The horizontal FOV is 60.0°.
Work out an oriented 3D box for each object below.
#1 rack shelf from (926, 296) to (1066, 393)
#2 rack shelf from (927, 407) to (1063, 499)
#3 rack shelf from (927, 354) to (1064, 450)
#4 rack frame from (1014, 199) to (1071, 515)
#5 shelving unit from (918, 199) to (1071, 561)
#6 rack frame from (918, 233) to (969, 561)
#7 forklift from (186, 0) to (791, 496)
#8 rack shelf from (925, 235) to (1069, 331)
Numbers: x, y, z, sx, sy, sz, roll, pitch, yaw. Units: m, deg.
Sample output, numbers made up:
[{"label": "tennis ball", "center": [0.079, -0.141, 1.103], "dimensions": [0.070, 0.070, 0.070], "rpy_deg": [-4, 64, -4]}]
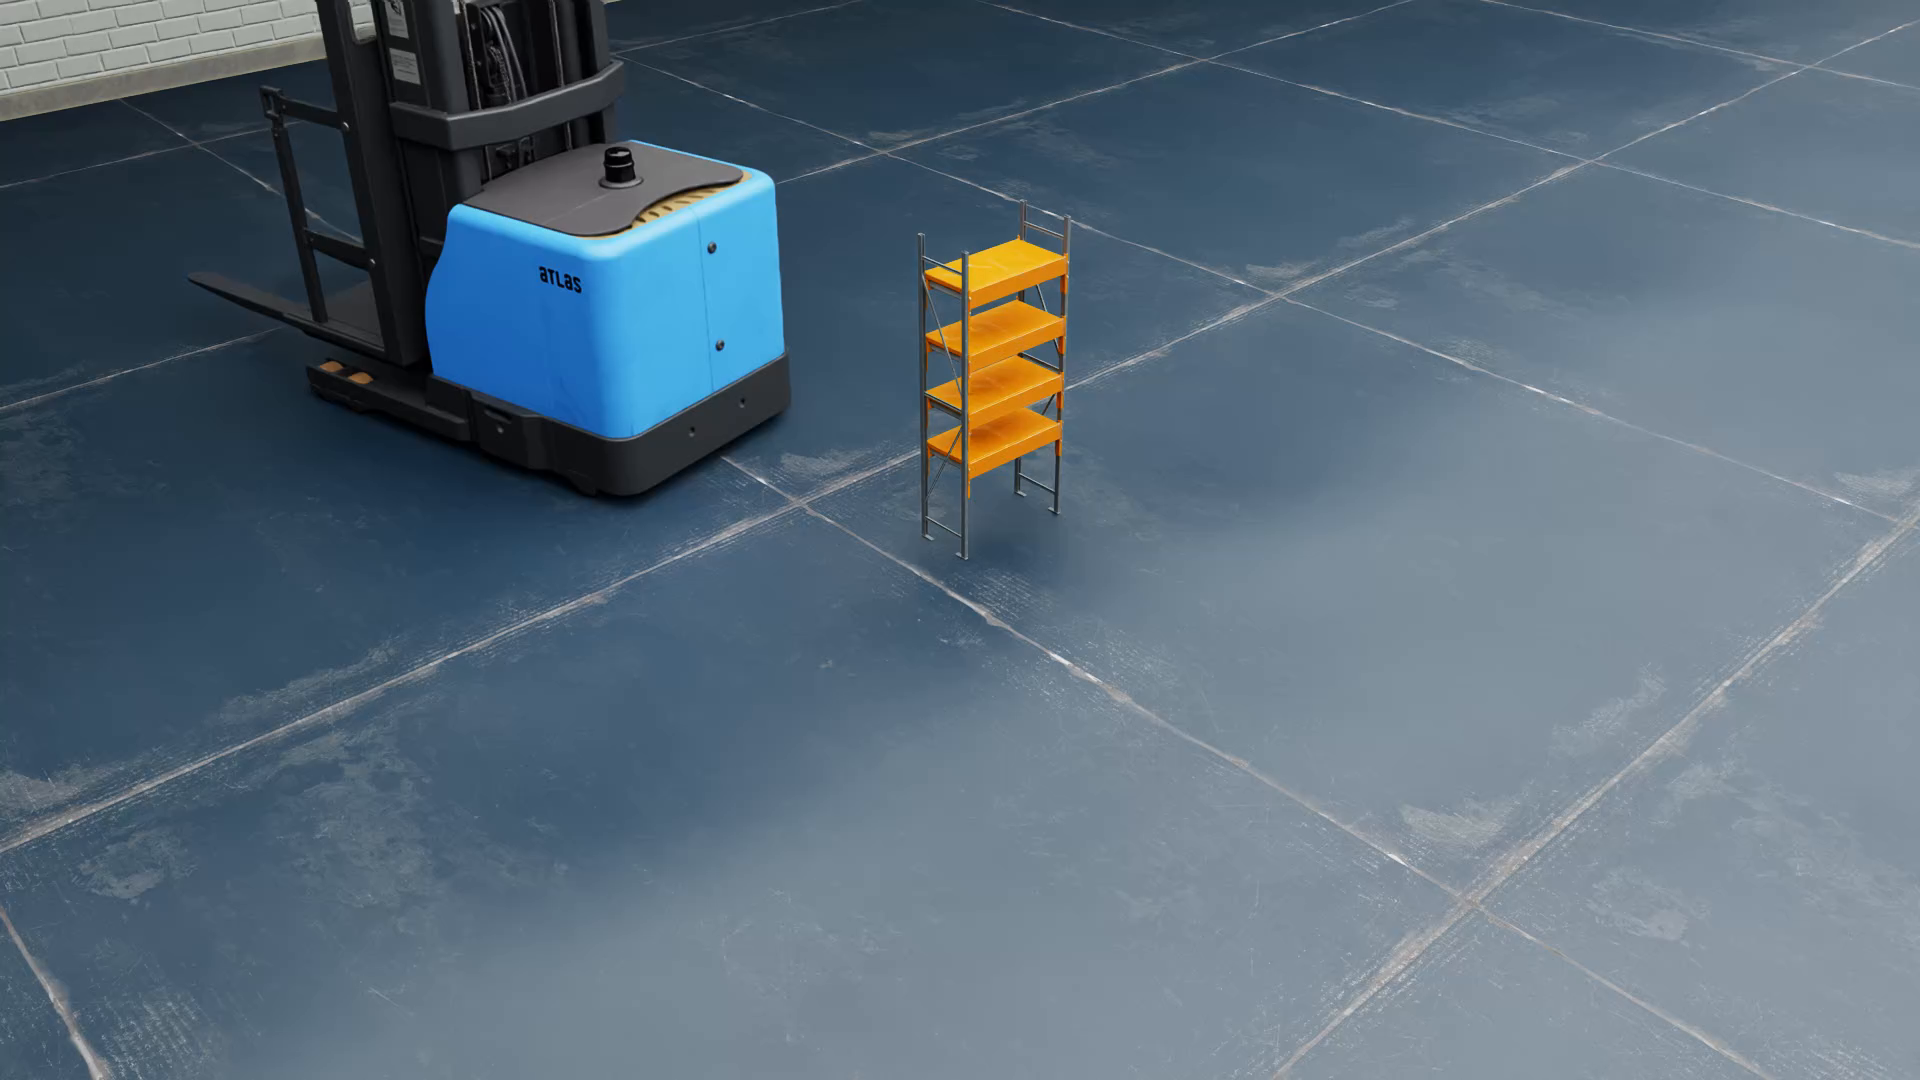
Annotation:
[{"label": "rack shelf", "center": [0.121, -0.704, 5.951], "dimensions": [0.480, 0.148, 0.258], "rpy_deg": [-26, 40, -35]}, {"label": "rack shelf", "center": [0.121, -0.344, 6.172], "dimensions": [0.480, 0.148, 0.258], "rpy_deg": [-26, 40, -35]}, {"label": "rack shelf", "center": [0.121, -0.513, 6.068], "dimensions": [0.480, 0.148, 0.258], "rpy_deg": [-26, 40, -35]}, {"label": "rack frame", "center": [0.300, -0.657, 6.175], "dimensions": [0.015, 1.200, 0.240], "rpy_deg": [-26, 40, -35]}, {"label": "shelving unit", "center": [0.121, -0.571, 6.033], "dimensions": [0.503, 1.200, 0.258], "rpy_deg": [-26, 40, -35]}, {"label": "rack frame", "center": [-0.058, -0.484, 5.891], "dimensions": [0.015, 1.200, 0.240], "rpy_deg": [-26, 40, -35]}, {"label": "forklift", "center": [-2.223, -2.009, 6.725], "dimensions": [3.031, 2.935, 1.130], "rpy_deg": [20, 36, 29]}, {"label": "rack shelf", "center": [0.121, -0.906, 5.828], "dimensions": [0.480, 0.148, 0.258], "rpy_deg": [-26, 40, -35]}]
